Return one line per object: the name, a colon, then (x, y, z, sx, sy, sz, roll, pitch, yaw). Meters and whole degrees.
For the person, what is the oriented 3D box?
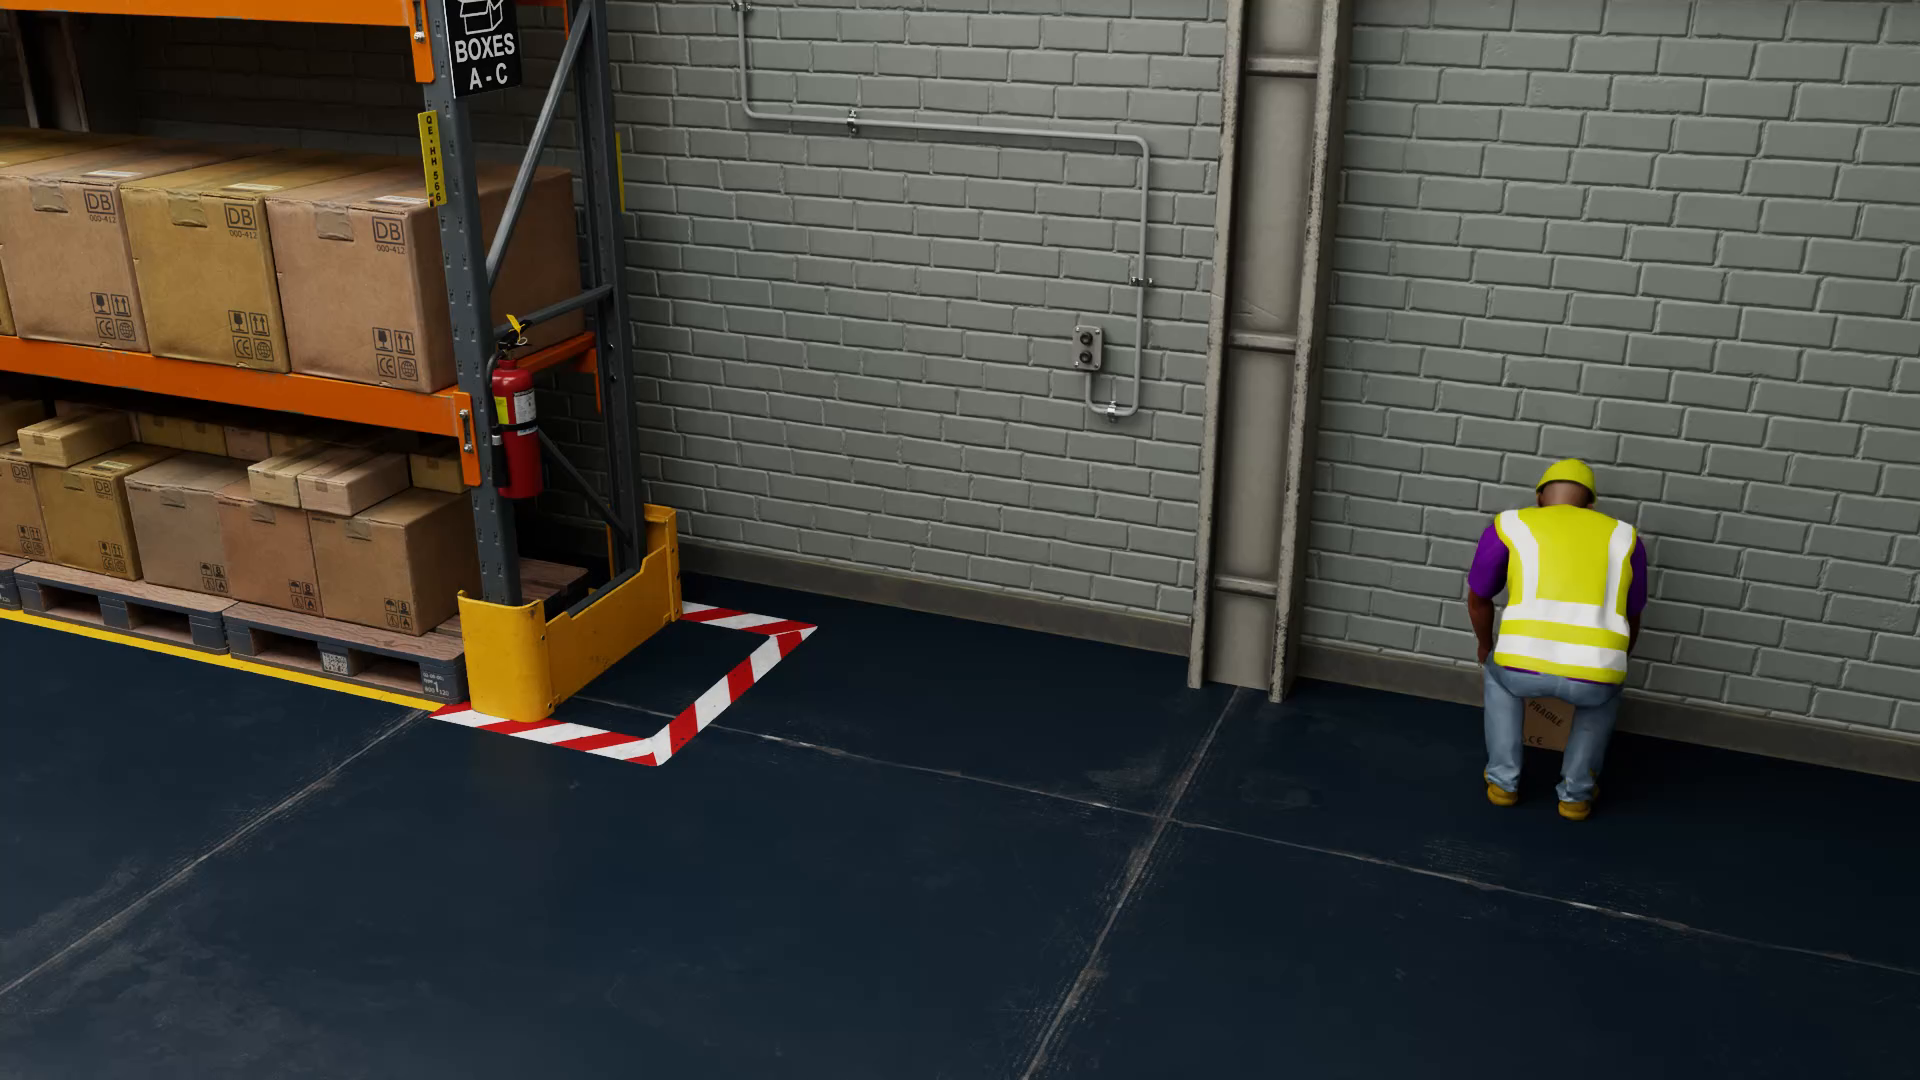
person: (2.116, 0.356, 5.983, 0.615, 1.167, 0.856, 9, 24, 20)
